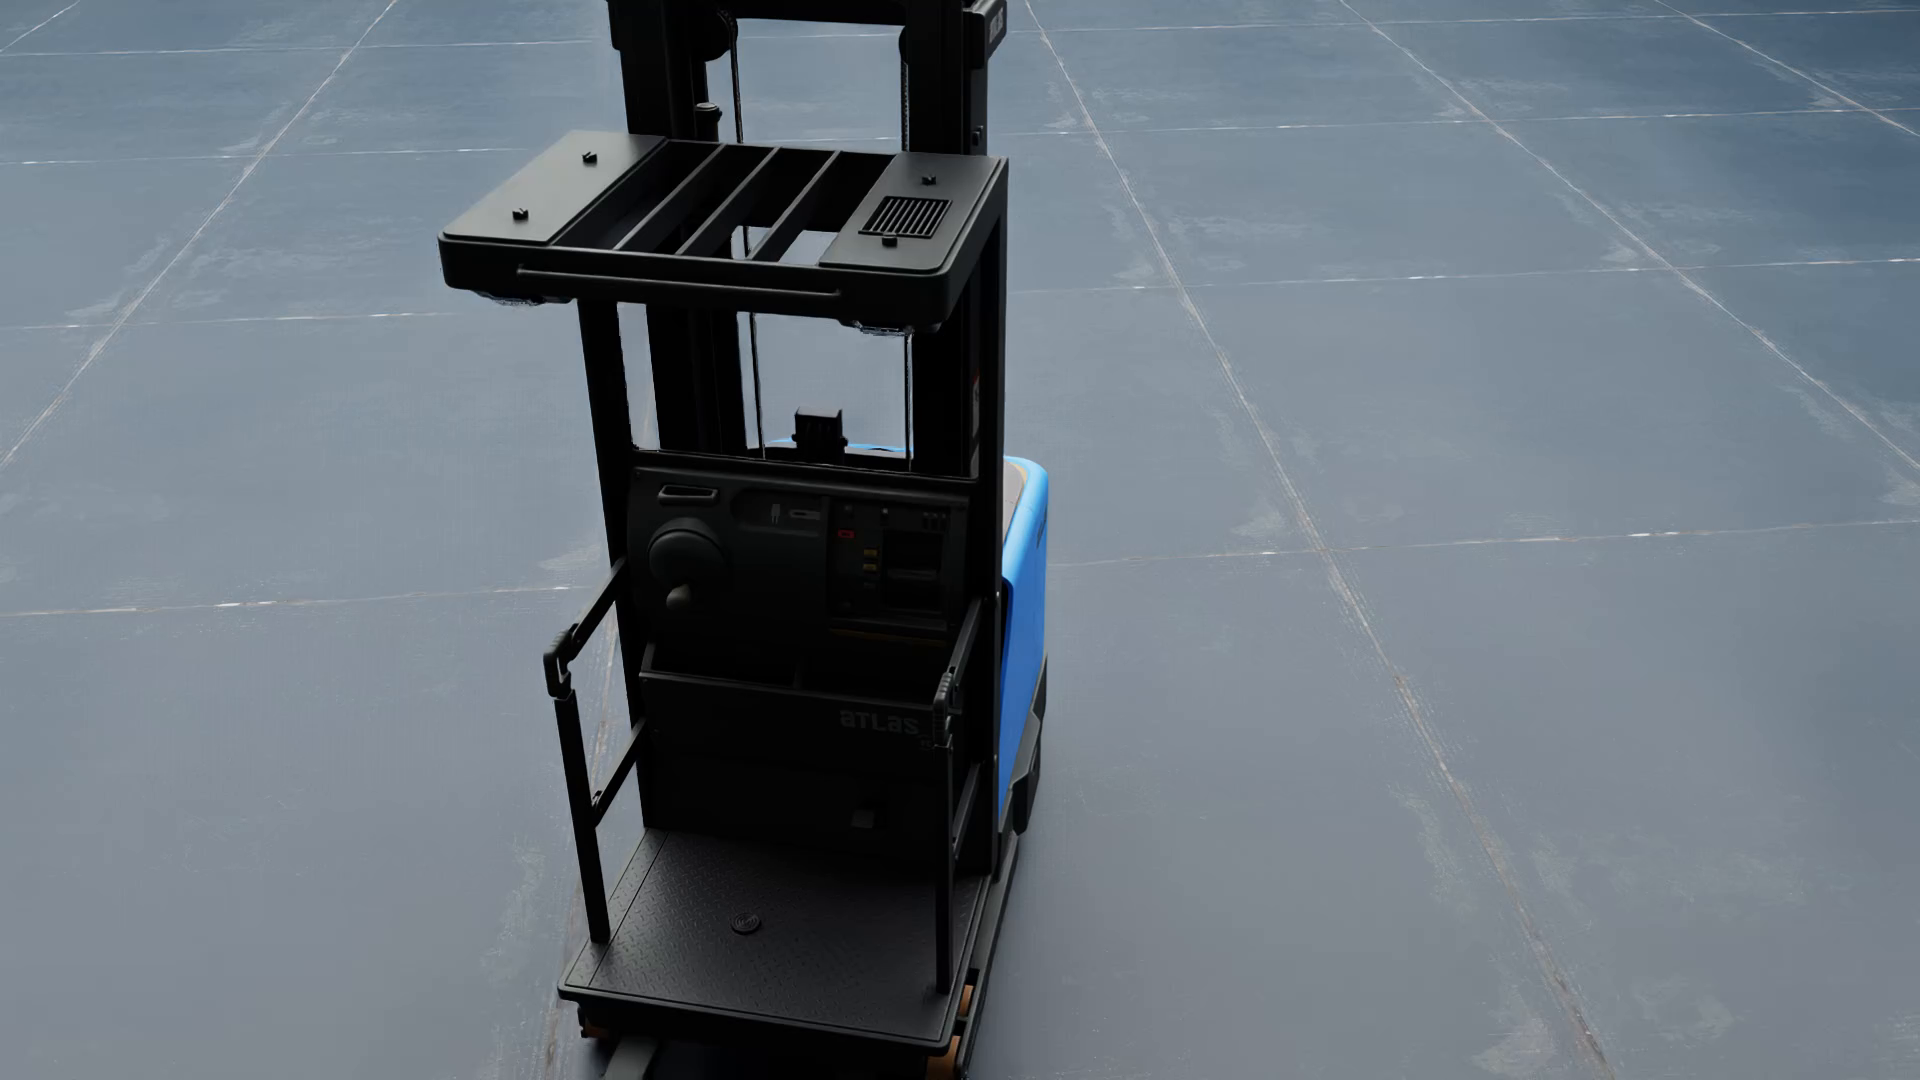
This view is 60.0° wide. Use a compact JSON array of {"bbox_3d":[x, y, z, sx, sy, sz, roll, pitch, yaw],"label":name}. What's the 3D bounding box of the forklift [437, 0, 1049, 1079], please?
[{"bbox_3d":[-0.476,0.081,4.256,1.130,2.935,3.031,6,31,10],"label":"forklift"}]
